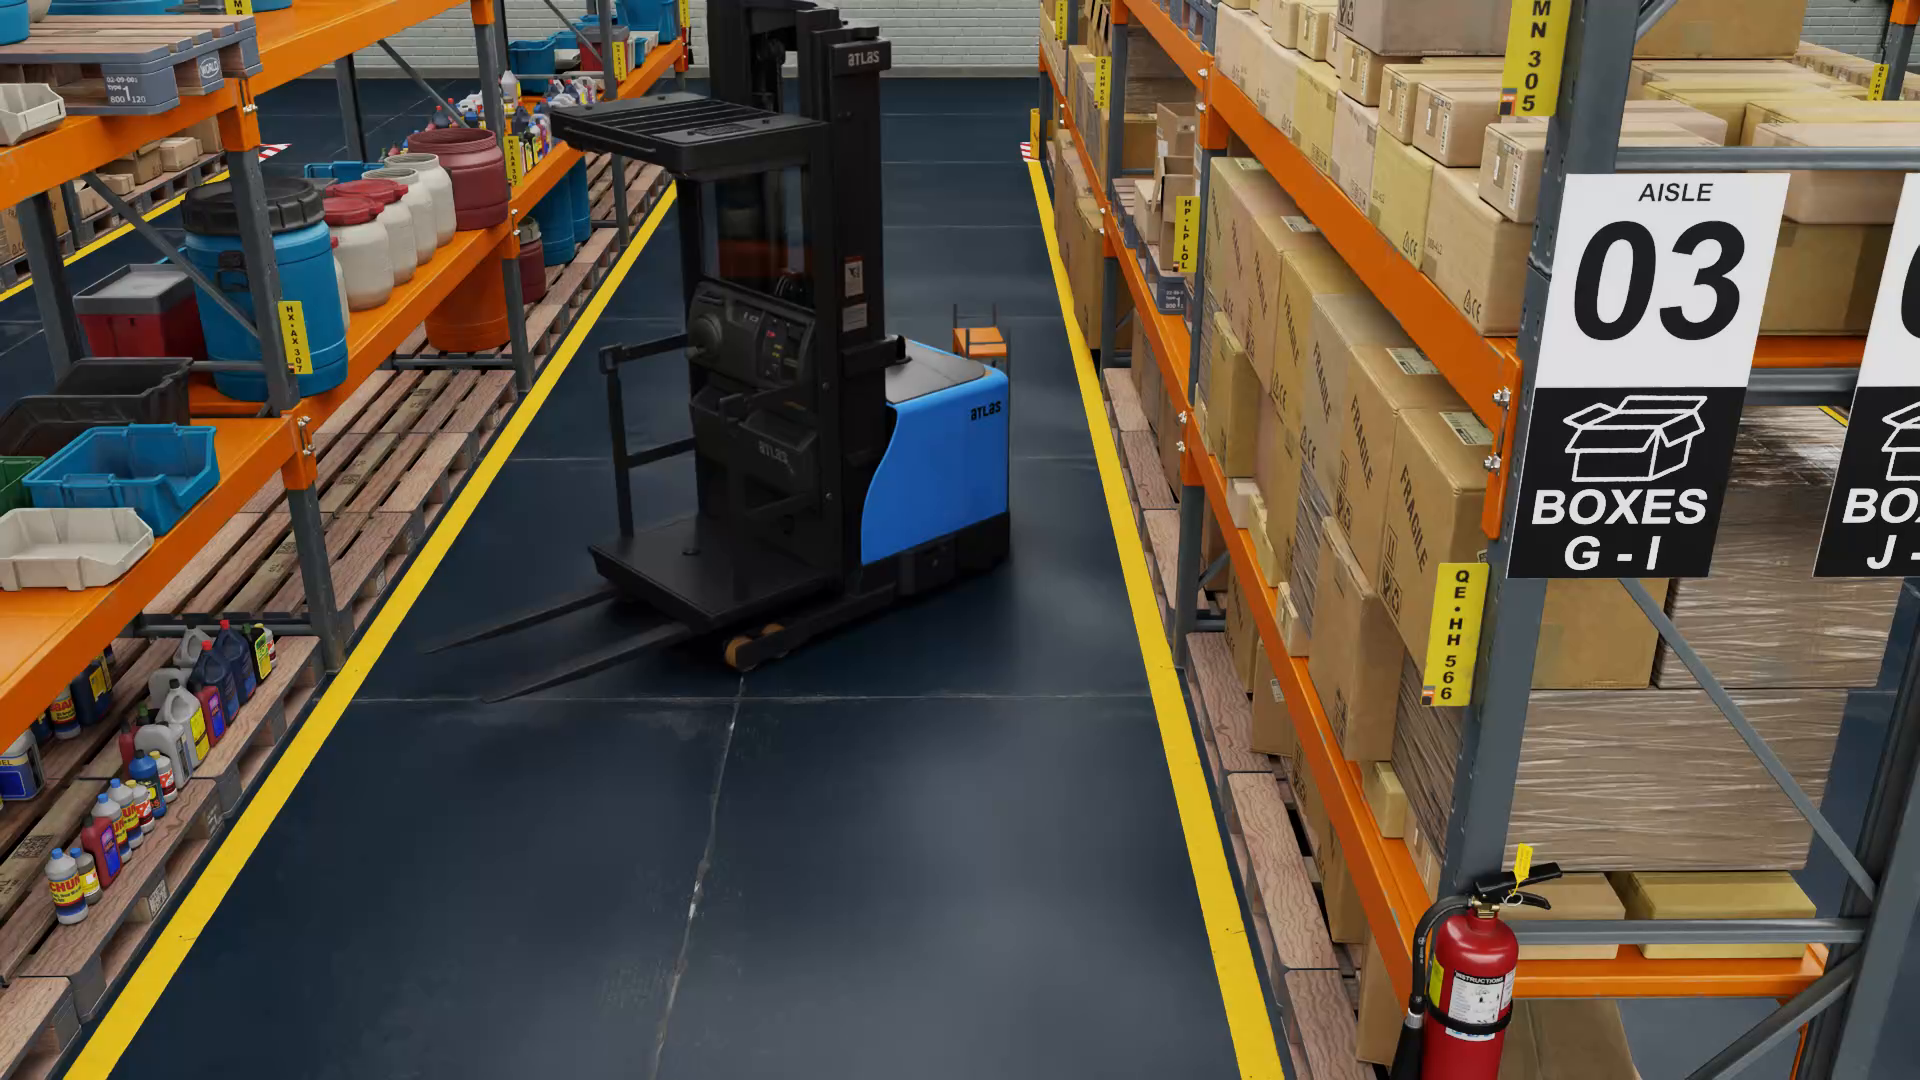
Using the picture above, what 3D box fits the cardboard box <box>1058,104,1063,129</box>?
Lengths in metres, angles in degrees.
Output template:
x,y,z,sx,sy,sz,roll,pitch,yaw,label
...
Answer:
x,y,z,sx,sy,sz,roll,pitch,yaw,label
1.485,-4.305,17.197,0.875,0.875,0.875,0,24,-1,cardboard box

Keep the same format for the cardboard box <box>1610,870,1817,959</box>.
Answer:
x,y,z,sx,sy,sz,roll,pitch,yaw,label
1.798,0.869,3.994,0.380,0.149,0.250,0,24,-1,cardboard box

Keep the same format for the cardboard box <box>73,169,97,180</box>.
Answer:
x,y,z,sx,sy,sz,roll,pitch,yaw,label
-8.772,-3.547,16.181,0.500,0.311,0.500,0,24,-1,cardboard box

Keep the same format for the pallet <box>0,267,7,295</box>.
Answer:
x,y,z,sx,sy,sz,roll,pitch,yaw,label
-8.411,-1.919,13.238,1.003,0.211,1.213,0,24,-1,pallet

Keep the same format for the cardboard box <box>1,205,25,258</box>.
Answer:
x,y,z,sx,sy,sz,roll,pitch,yaw,label
-8.185,-2.685,14.045,0.500,0.500,0.500,0,24,0,cardboard box

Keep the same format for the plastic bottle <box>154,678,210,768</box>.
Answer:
x,y,z,sx,sy,sz,roll,pitch,yaw,label
-3.133,0.730,6.677,0.144,0.351,0.185,0,24,-1,plastic bottle

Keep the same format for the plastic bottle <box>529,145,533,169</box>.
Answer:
x,y,z,sx,sy,sz,roll,pitch,yaw,label
-3.140,-2.784,12.007,0.097,0.201,0.097,0,24,0,plastic bottle

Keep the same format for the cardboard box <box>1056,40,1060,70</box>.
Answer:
x,y,z,sx,sy,sz,roll,pitch,yaw,label
1.156,-4.533,15.454,0.500,0.250,0.500,0,24,1,cardboard box

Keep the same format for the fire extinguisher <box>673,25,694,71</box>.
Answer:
x,y,z,sx,sy,sz,roll,pitch,yaw,label
-3.112,-5.557,18.443,0.296,0.674,0.183,0,24,-1,fire extinguisher

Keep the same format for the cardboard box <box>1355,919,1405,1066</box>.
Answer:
x,y,z,sx,sy,sz,roll,pitch,yaw,label
1.531,1.317,5.222,0.500,0.500,0.500,6,25,13,cardboard box

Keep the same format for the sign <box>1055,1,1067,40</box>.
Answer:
x,y,z,sx,sy,sz,roll,pitch,yaw,label
0.876,-4.499,14.411,0.100,0.325,0.005,0,24,-1,sign

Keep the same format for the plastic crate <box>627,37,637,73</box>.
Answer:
x,y,z,sx,sy,sz,roll,pitch,yaw,label
-3.354,-4.653,15.969,0.437,0.282,0.530,0,24,-1,plastic crate

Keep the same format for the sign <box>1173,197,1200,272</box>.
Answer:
x,y,z,sx,sy,sz,roll,pitch,yaw,label
0.964,-1.299,7.077,0.100,0.325,0.005,0,24,-1,sign

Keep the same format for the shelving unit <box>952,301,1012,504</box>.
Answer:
x,y,z,sx,sy,sz,roll,pitch,yaw,label
0.116,-0.678,9.293,0.258,1.200,0.503,-3,25,-7,shelving unit

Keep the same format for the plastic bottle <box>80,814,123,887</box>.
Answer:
x,y,z,sx,sy,sz,roll,pitch,yaw,label
-3.083,1.091,5.961,0.061,0.283,0.133,0,24,0,plastic bottle

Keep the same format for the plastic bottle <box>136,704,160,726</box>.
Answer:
x,y,z,sx,sy,sz,roll,pitch,yaw,label
-3.235,0.771,6.667,0.061,0.283,0.133,0,24,-1,plastic bottle

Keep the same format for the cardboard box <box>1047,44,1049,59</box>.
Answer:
x,y,z,sx,sy,sz,roll,pitch,yaw,label
1.078,-4.928,16.811,0.380,0.149,0.250,-1,24,-1,cardboard box

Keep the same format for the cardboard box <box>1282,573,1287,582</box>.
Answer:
x,y,z,sx,sy,sz,roll,pitch,yaw,label
1.298,0.150,5.583,0.380,0.149,0.250,0,24,-1,cardboard box

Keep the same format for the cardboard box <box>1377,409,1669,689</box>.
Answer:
x,y,z,sx,sy,sz,roll,pitch,yaw,label
1.309,0.011,3.891,0.500,0.500,0.500,0,24,-1,cardboard box

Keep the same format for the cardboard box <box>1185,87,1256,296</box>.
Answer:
x,y,z,sx,sy,sz,roll,pitch,yaw,label
1.650,-1.568,7.839,1.000,1.000,1.000,0,24,0,cardboard box

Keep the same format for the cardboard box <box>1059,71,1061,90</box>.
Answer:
x,y,z,sx,sy,sz,roll,pitch,yaw,label
1.097,-4.188,15.174,0.380,0.149,0.250,0,24,0,cardboard box

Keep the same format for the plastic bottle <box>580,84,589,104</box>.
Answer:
x,y,z,sx,sy,sz,roll,pitch,yaw,label
-3.190,-3.682,13.901,0.152,0.276,0.135,0,24,-1,plastic bottle

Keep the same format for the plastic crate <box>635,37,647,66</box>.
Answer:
x,y,z,sx,sy,sz,roll,pitch,yaw,label
-3.286,-4.804,16.362,0.416,0.233,0.300,0,24,-1,plastic crate

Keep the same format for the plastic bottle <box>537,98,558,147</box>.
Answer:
x,y,z,sx,sy,sz,roll,pitch,yaw,label
-3.172,-3.196,12.736,0.144,0.351,0.185,0,24,-1,plastic bottle

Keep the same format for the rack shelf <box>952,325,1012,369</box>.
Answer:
x,y,z,sx,sy,sz,roll,pitch,yaw,label
0.116,-1.036,9.131,0.258,0.148,0.480,-3,25,-7,rack shelf

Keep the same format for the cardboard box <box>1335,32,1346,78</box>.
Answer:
x,y,z,sx,sy,sz,roll,pitch,yaw,label
1.284,-1.369,4.696,0.380,0.149,0.250,-1,24,-3,cardboard box

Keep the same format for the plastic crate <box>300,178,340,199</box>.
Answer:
x,y,z,sx,sy,sz,roll,pitch,yaw,label
-3.766,-1.763,9.431,0.402,0.464,0.583,0,24,-1,plastic crate

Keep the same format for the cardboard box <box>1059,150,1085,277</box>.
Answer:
x,y,z,sx,sy,sz,roll,pitch,yaw,label
1.469,-2.663,13.567,1.225,0.875,0.875,-1,24,-2,cardboard box

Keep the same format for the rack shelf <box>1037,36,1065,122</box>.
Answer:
x,y,z,sx,sy,sz,roll,pitch,yaw,label
1.410,-4.568,16.583,1.077,0.370,4.000,0,24,-1,rack shelf

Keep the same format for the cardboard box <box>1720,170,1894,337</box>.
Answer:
x,y,z,sx,sy,sz,roll,pitch,yaw,label
1.815,-0.625,3.534,0.500,0.250,0.500,0,24,1,cardboard box

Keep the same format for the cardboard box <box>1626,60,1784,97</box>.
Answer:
x,y,z,sx,sy,sz,roll,pitch,yaw,label
1.828,-1.145,4.200,0.380,0.149,0.250,0,24,-1,cardboard box

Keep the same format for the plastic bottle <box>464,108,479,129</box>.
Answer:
x,y,z,sx,sy,sz,roll,pitch,yaw,label
-3.764,-3.194,12.828,0.097,0.271,0.097,0,24,0,plastic bottle

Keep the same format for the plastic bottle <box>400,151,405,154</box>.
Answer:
x,y,z,sx,sy,sz,roll,pitch,yaw,label
-3.894,-2.618,11.640,0.097,0.201,0.097,0,24,0,plastic bottle

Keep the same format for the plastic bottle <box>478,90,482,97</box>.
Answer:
x,y,z,sx,sy,sz,roll,pitch,yaw,label
-3.919,-3.600,13.726,0.097,0.271,0.097,0,24,0,plastic bottle

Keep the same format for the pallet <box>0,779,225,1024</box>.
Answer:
x,y,z,sx,sy,sz,roll,pitch,yaw,label
-3.452,1.298,6.123,1.003,0.211,1.213,0,24,-1,pallet

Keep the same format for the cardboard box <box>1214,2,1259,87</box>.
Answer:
x,y,z,sx,sy,sz,roll,pitch,yaw,label
1.267,-1.887,6.325,0.500,0.250,0.500,-1,24,-3,cardboard box

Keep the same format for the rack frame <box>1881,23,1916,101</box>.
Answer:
x,y,z,sx,sy,sz,roll,pitch,yaw,label
6.436,-2.404,10.926,1.000,3.000,0.127,0,24,-1,rack frame

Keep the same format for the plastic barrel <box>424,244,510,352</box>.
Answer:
x,y,z,sx,sy,sz,roll,pitch,yaw,label
-3.500,-1.805,11.726,0.600,0.830,0.708,0,24,-1,plastic barrel

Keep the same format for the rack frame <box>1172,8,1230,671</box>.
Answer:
x,y,z,sx,sy,sz,roll,pitch,yaw,label
1.519,-0.775,7.324,1.000,3.000,0.127,0,24,-1,rack frame

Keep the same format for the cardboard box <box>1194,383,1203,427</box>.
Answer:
x,y,z,sx,sy,sz,roll,pitch,yaw,label
1.220,-0.571,7.177,0.380,0.149,0.250,0,24,-1,cardboard box

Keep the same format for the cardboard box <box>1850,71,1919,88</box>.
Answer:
x,y,z,sx,sy,sz,roll,pitch,yaw,label
6.618,-3.264,11.901,0.380,0.149,0.250,-1,24,-3,cardboard box

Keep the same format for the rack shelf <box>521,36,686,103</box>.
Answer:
x,y,z,sx,sy,sz,roll,pitch,yaw,label
-3.543,-4.546,16.534,1.077,0.370,4.000,0,24,-1,rack shelf

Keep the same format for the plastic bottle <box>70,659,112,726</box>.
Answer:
x,y,z,sx,sy,sz,roll,pitch,yaw,label
-3.696,0.587,6.992,0.144,0.351,0.185,0,24,-1,plastic bottle

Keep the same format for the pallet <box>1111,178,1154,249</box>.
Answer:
x,y,z,sx,sy,sz,roll,pitch,yaw,label
1.589,-2.043,10.360,1.213,0.211,1.003,0,24,-1,pallet

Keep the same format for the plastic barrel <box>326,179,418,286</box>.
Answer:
x,y,z,sx,sy,sz,roll,pitch,yaw,label
-3.238,-1.691,9.184,0.433,0.535,0.433,0,24,0,plastic barrel

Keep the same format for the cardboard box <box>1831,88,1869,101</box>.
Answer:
x,y,z,sx,sy,sz,roll,pitch,yaw,label
5.972,-2.952,11.211,0.380,0.149,0.250,-1,24,-3,cardboard box

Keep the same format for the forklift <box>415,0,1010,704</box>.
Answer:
x,y,z,sx,sy,sz,roll,pitch,yaw,label
-1.156,-0.954,7.804,3.031,2.935,1.130,-21,32,-38,forklift

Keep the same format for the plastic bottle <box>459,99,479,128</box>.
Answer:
x,y,z,sx,sy,sz,roll,pitch,yaw,label
-3.885,-3.323,13.109,0.152,0.276,0.135,0,24,-1,plastic bottle

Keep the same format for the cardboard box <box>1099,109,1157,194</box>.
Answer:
x,y,z,sx,sy,sz,roll,pitch,yaw,label
1.222,-2.671,11.395,0.500,0.500,0.500,0,24,1,cardboard box

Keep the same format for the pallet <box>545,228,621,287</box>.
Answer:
x,y,z,sx,sy,sz,roll,pitch,yaw,label
-3.555,-2.461,14.435,1.003,0.211,1.213,0,24,-1,pallet

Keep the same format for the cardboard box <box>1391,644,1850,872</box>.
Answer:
x,y,z,sx,sy,sz,roll,pitch,yaw,label
1.584,0.465,4.099,0.875,0.500,0.500,0,24,-1,cardboard box

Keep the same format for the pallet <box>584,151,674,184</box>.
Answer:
x,y,z,sx,sy,sz,roll,pitch,yaw,label
-3.595,-4.087,18.031,1.003,0.211,1.213,0,24,-1,pallet

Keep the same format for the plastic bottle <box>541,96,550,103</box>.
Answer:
x,y,z,sx,sy,sz,roll,pitch,yaw,label
-3.307,-3.408,13.301,0.097,0.271,0.097,0,24,0,plastic bottle
